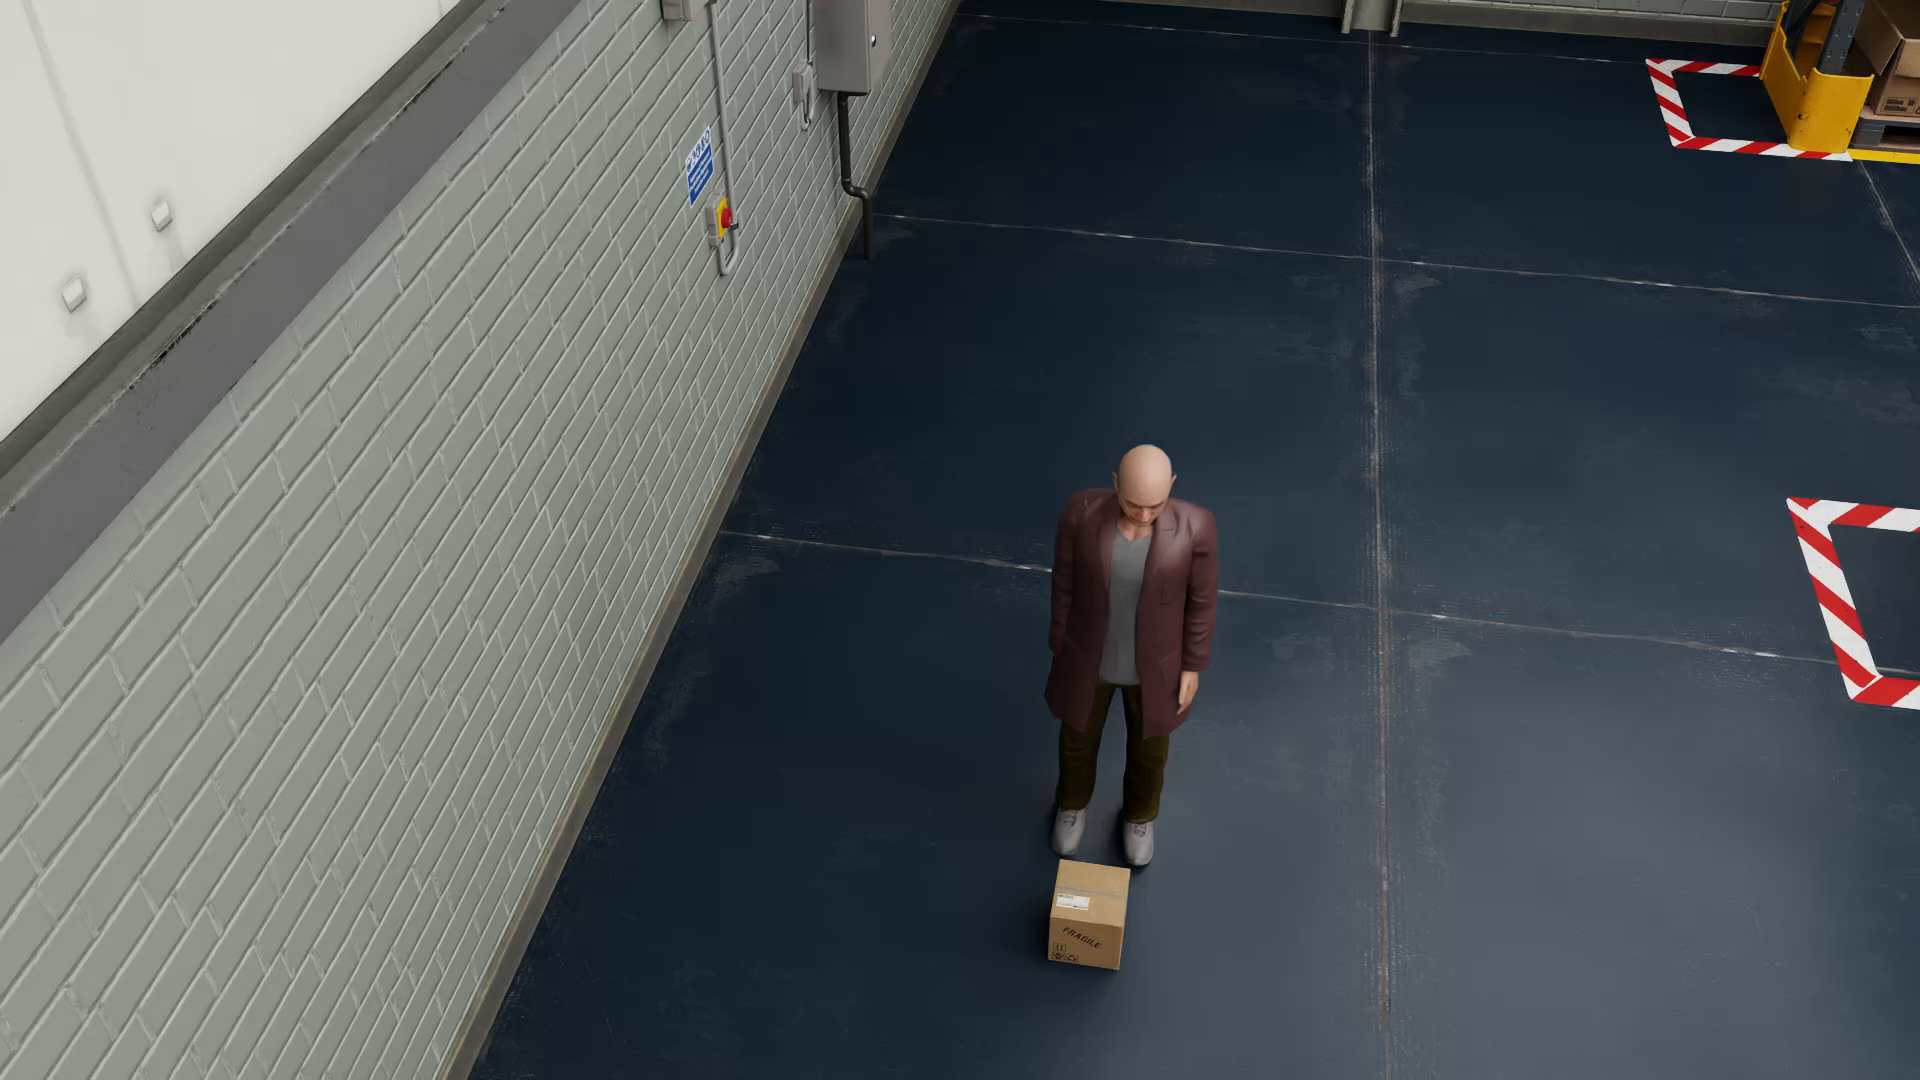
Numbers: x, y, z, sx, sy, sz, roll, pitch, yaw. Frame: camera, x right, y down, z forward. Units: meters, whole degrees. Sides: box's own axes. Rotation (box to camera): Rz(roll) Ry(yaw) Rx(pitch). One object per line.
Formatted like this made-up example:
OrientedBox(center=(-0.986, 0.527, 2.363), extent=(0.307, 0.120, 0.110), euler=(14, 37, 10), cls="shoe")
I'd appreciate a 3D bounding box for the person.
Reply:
OrientedBox(center=(0.572, 0.409, 5.693), extent=(0.562, 1.776, 0.379), euler=(7, 41, 9), cls="person")
